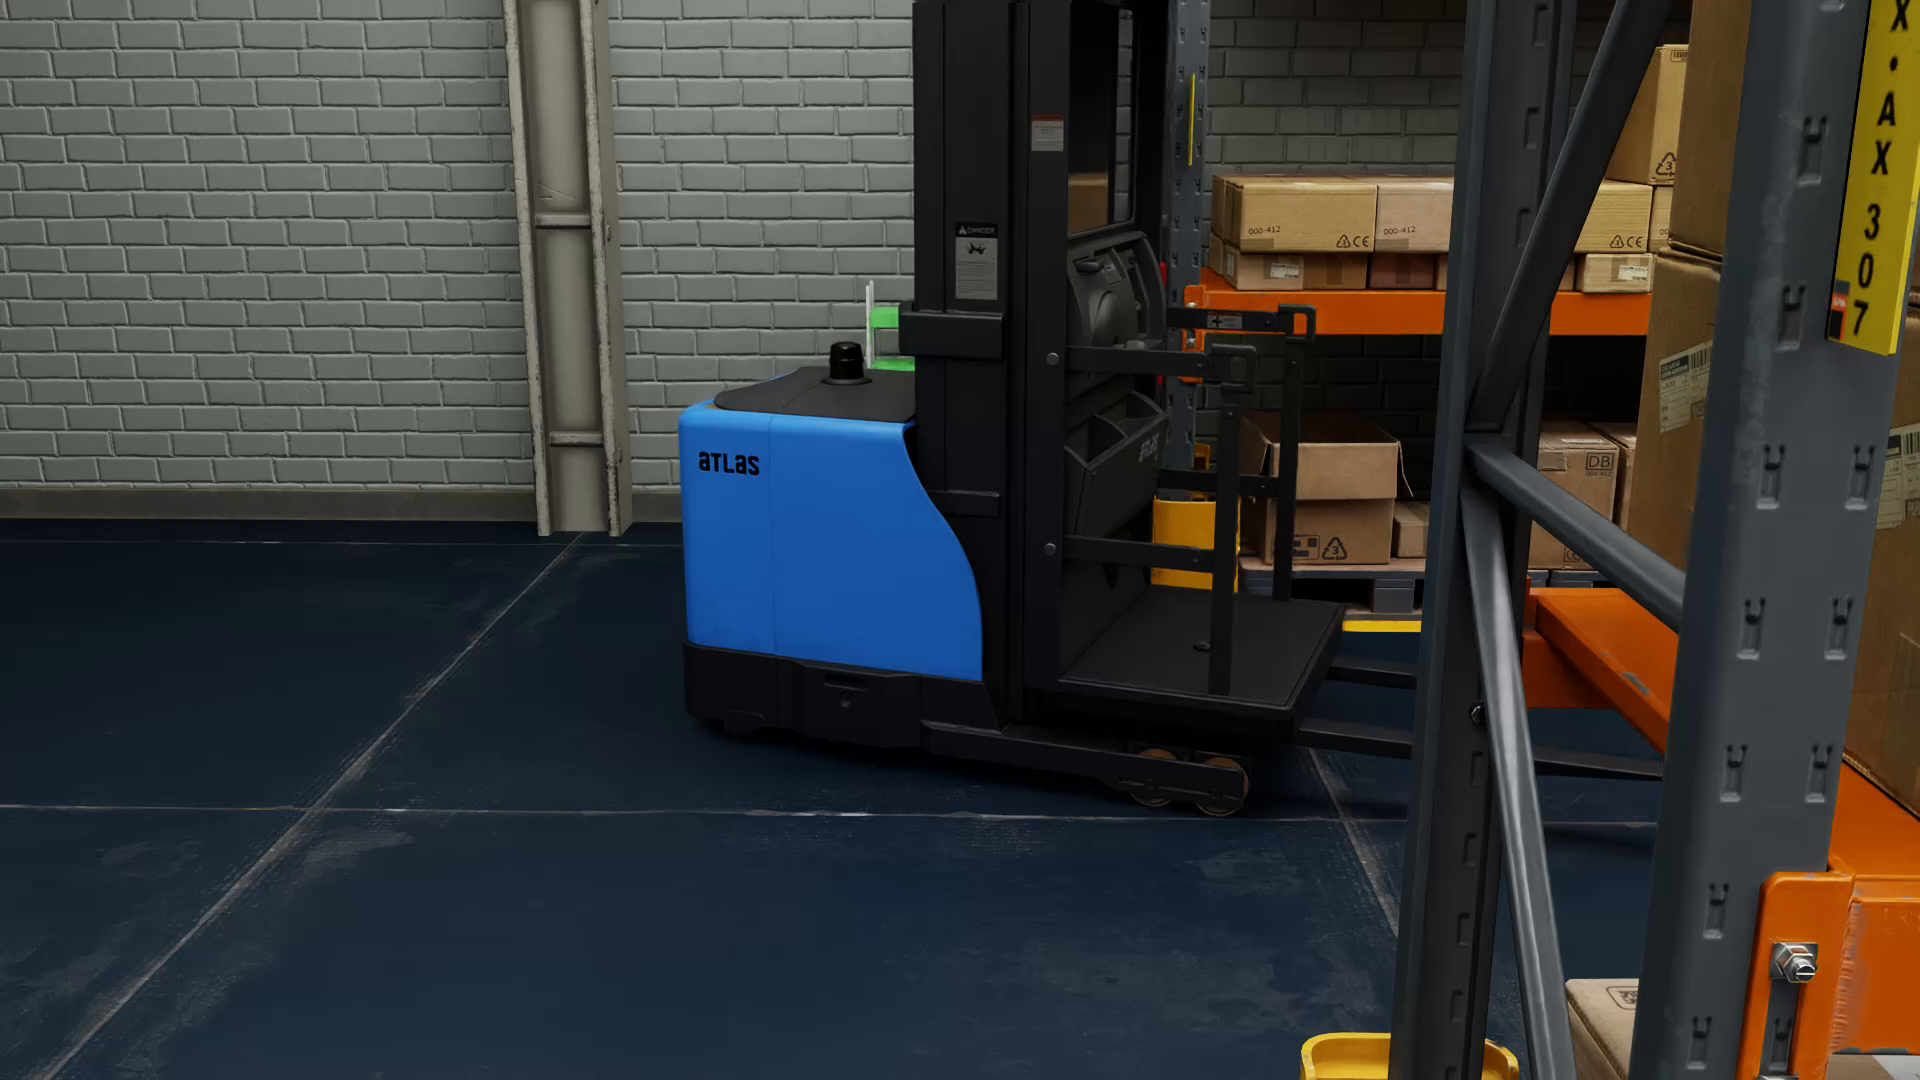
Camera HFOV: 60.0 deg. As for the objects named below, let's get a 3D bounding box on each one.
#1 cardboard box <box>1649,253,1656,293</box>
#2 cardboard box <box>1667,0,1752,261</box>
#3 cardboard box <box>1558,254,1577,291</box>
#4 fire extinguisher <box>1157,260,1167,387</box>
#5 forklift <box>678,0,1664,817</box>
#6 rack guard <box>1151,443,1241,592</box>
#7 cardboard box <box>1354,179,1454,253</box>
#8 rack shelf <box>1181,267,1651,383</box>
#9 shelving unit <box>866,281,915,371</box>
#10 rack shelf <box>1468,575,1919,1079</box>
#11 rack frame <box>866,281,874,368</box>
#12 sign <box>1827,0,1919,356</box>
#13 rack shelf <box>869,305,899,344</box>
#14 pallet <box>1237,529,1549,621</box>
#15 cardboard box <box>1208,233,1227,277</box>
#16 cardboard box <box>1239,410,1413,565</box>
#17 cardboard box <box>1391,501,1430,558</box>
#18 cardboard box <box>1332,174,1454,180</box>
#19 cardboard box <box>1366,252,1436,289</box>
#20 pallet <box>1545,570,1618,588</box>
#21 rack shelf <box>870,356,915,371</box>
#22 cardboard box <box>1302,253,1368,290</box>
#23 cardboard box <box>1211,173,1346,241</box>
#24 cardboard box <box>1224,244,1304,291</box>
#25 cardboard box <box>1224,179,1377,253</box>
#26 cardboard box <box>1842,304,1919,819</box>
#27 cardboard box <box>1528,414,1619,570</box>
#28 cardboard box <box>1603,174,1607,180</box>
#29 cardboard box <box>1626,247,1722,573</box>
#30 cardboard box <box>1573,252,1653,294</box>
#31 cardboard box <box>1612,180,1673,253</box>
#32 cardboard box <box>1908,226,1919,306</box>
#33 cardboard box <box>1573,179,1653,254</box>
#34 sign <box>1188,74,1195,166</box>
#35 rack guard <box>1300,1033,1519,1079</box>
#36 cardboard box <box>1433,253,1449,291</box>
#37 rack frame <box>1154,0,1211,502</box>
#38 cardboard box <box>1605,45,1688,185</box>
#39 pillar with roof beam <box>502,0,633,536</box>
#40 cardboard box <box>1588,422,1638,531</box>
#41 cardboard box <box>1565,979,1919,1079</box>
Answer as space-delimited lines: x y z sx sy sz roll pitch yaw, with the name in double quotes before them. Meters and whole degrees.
"cardboard box" 2.734 -1.051 6.434 0.250 0.149 0.380 1 15 3
"cardboard box" 1.227 -0.585 2.022 0.500 0.500 0.500 1 15 3
"cardboard box" 2.220 -1.068 6.500 0.250 0.149 0.380 1 15 2
"fire extinguisher" 0.703 -0.927 6.357 0.183 0.674 0.296 0 15 1
"forklift" 0.669 -0.770 5.015 3.031 2.935 1.130 6 16 20
"rack guard" 0.938 -0.053 7.059 0.348 0.500 1.175 0 15 1
"cardboard box" 1.813 -1.258 6.440 0.500 0.250 0.500 1 15 2
"rack shelf" 2.862 -0.901 6.785 4.000 0.370 1.077 0 15 1
"shelving unit" -0.166 -0.581 7.691 0.503 1.200 0.258 0 15 1
"rack shelf" 2.739 0.365 1.987 4.000 0.370 1.077 0 15 1
"rack frame" -0.410 -0.583 7.697 0.015 1.200 0.240 0 15 1
"sign" 0.719 -0.311 1.288 0.005 0.325 0.100 0 15 1
"rack shelf" -0.166 -0.984 7.585 0.480 0.148 0.258 0 15 1
"pallet" 1.735 0.092 7.077 1.213 0.211 1.003 0 15 1
"cardboard box" 1.200 -1.207 7.026 0.250 0.149 0.380 0 15 1
"cardboard box" 1.471 -0.230 6.901 0.637 0.503 0.797 0 15 -1
"cardboard box" 1.895 -0.045 6.898 0.250 0.149 0.380 0 15 -1
"cardboard box" 1.844 -1.394 6.955 0.500 0.250 0.500 0 15 2
"cardboard box" 1.703 -1.085 6.567 0.250 0.149 0.380 0 15 1
"pallet" 2.952 0.101 7.045 1.213 0.211 1.003 0 15 1
"rack shelf" -0.166 -0.752 7.646 0.480 0.148 0.258 0 15 1
"cardboard box" 1.439 -1.078 6.540 0.250 0.149 0.380 1 15 3
"cardboard box" 1.329 -1.398 6.969 0.500 0.250 0.500 1 15 3
"cardboard box" 1.184 -1.068 6.501 0.250 0.149 0.380 0 15 1
"cardboard box" 1.309 -1.261 6.452 0.500 0.250 0.500 0 15 2
"cardboard box" 1.212 0.032 1.642 0.500 0.500 0.500 0 15 1
"cardboard box" 2.325 -0.213 6.842 0.500 0.500 0.700 1 15 4
"cardboard box" 2.862 -1.386 6.925 0.500 0.250 0.500 0 15 1
"cardboard box" 1.228 -0.109 2.176 0.500 0.500 0.500 0 15 2
"cardboard box" 2.470 -1.047 6.421 0.250 0.149 0.380 0 15 0
"cardboard box" 2.832 -1.258 6.438 0.500 0.250 0.500 0 15 0
"cardboard box" 1.212 -0.452 1.517 0.500 0.500 0.500 0 15 0
"cardboard box" 2.320 -1.256 6.430 0.500 0.250 0.500 0 15 0
"sign" 0.849 -1.542 6.107 0.005 0.325 0.100 0 15 1
"rack guard" 0.715 1.213 2.264 0.348 0.500 1.175 0 15 1
"cardboard box" 1.954 -1.068 6.501 0.250 0.149 0.380 1 15 3
"rack frame" 0.862 -1.262 6.742 0.127 3.000 1.000 0 15 1
"cardboard box" 2.809 -1.614 6.320 0.500 0.500 0.500 1 15 3
"pillar with roof beam" -1.920 -3.312 2.754 0.400 9.000 9.100 0 15 1
"cardboard box" 2.851 -0.184 6.733 0.500 0.500 0.500 1 15 2
"cardboard box" 1.402 1.019 2.298 0.875 0.438 0.875 0 15 0
